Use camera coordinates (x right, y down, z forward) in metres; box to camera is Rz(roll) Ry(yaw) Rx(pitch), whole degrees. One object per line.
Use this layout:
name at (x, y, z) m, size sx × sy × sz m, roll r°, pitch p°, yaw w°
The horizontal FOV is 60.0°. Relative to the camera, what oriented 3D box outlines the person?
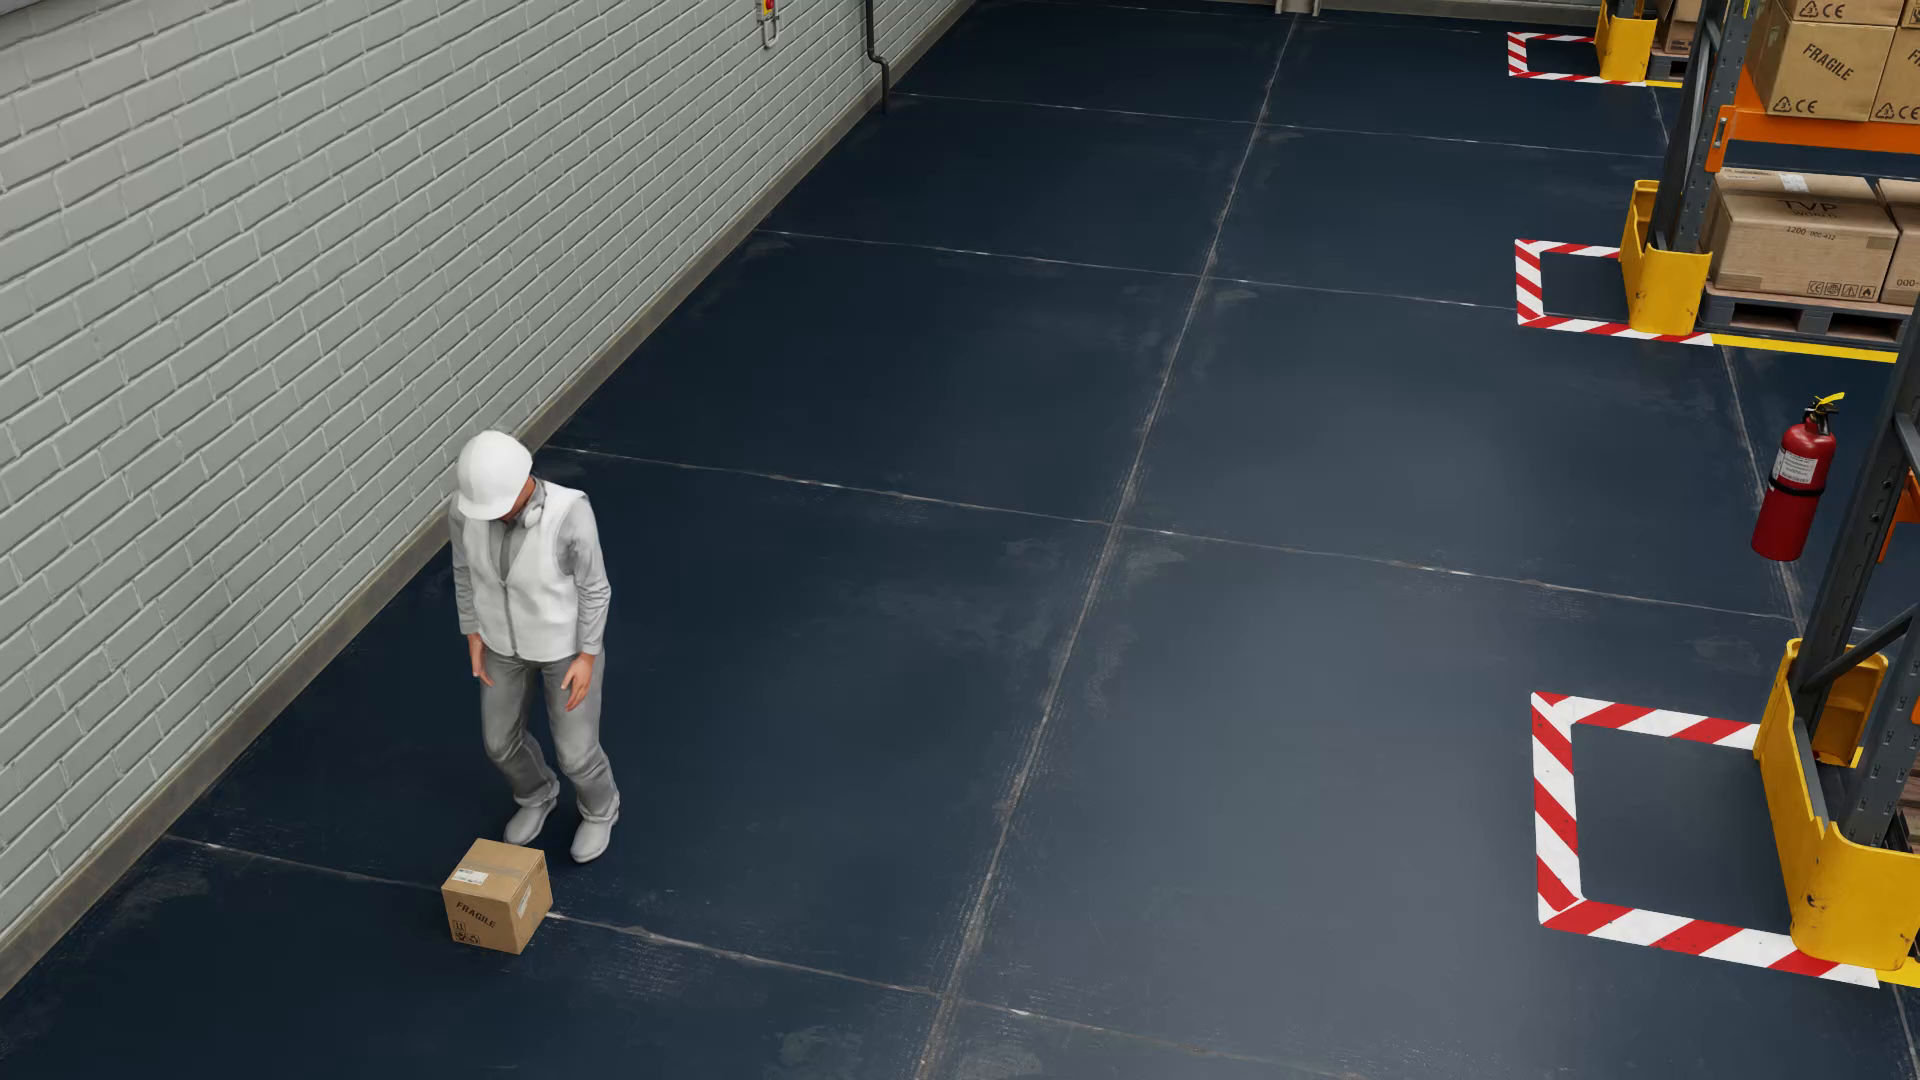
person at (-1.420, 0.351, 5.624) m, size 0.560 × 1.719 × 0.476 m, roll 9°, pitch 34°, yaw 14°
